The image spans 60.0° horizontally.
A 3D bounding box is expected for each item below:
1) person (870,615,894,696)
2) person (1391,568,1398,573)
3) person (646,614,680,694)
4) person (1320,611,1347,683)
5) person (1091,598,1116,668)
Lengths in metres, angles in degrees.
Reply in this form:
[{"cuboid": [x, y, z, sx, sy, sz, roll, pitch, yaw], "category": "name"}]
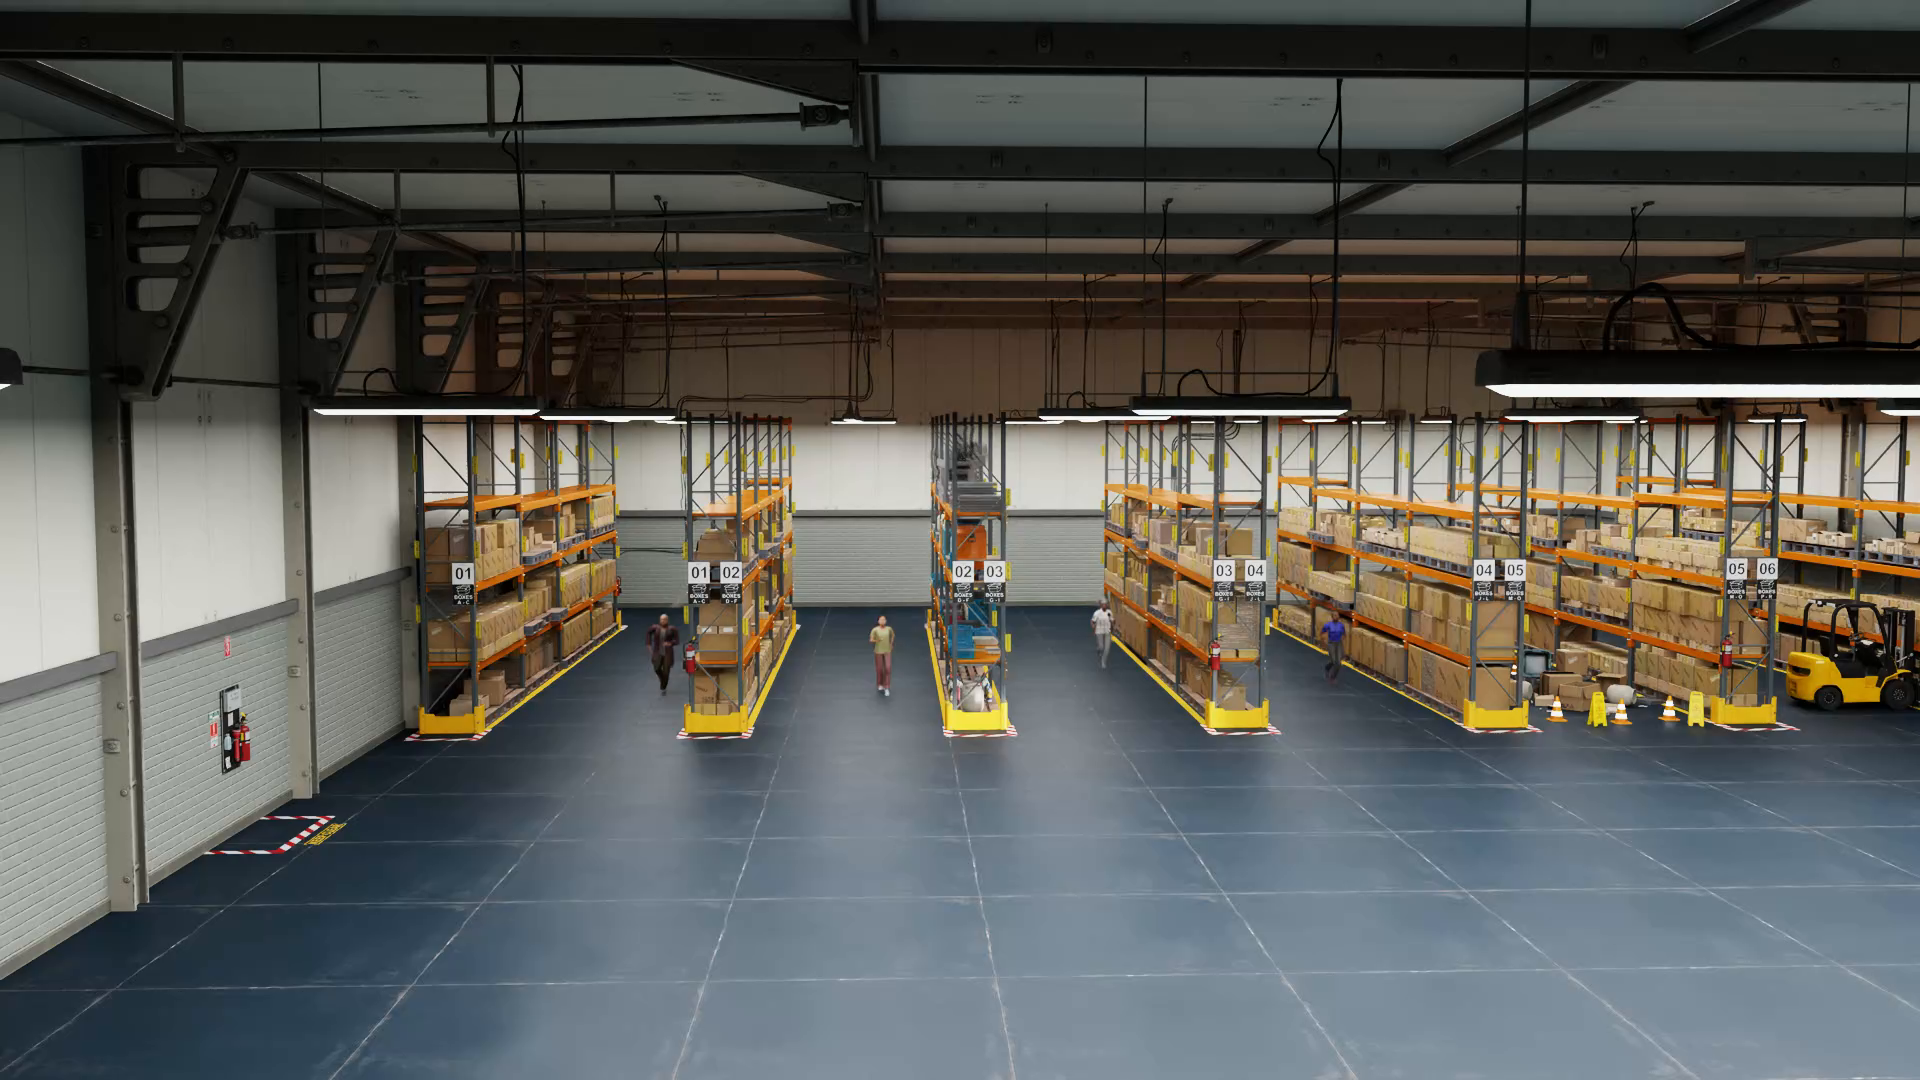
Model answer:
[{"cuboid": [-1.664, 2.451, 35.658, 0.562, 1.714, 0.728, -1, 4, -8], "category": "person"}, {"cuboid": [12.777, 1.575, 49.141, 0.627, 1.558, 0.508, -1, 4, -13], "category": "person"}, {"cuboid": [-6.351, 2.444, 35.429, 0.758, 1.729, 0.751, 0, 4, -1], "category": "person"}, {"cuboid": [8.373, 2.398, 37.115, 0.569, 1.603, 0.551, -1, 4, -9], "category": "person"}, {"cuboid": [3.424, 2.212, 39.628, 0.583, 1.662, 0.558, 0, 4, -5], "category": "person"}]
